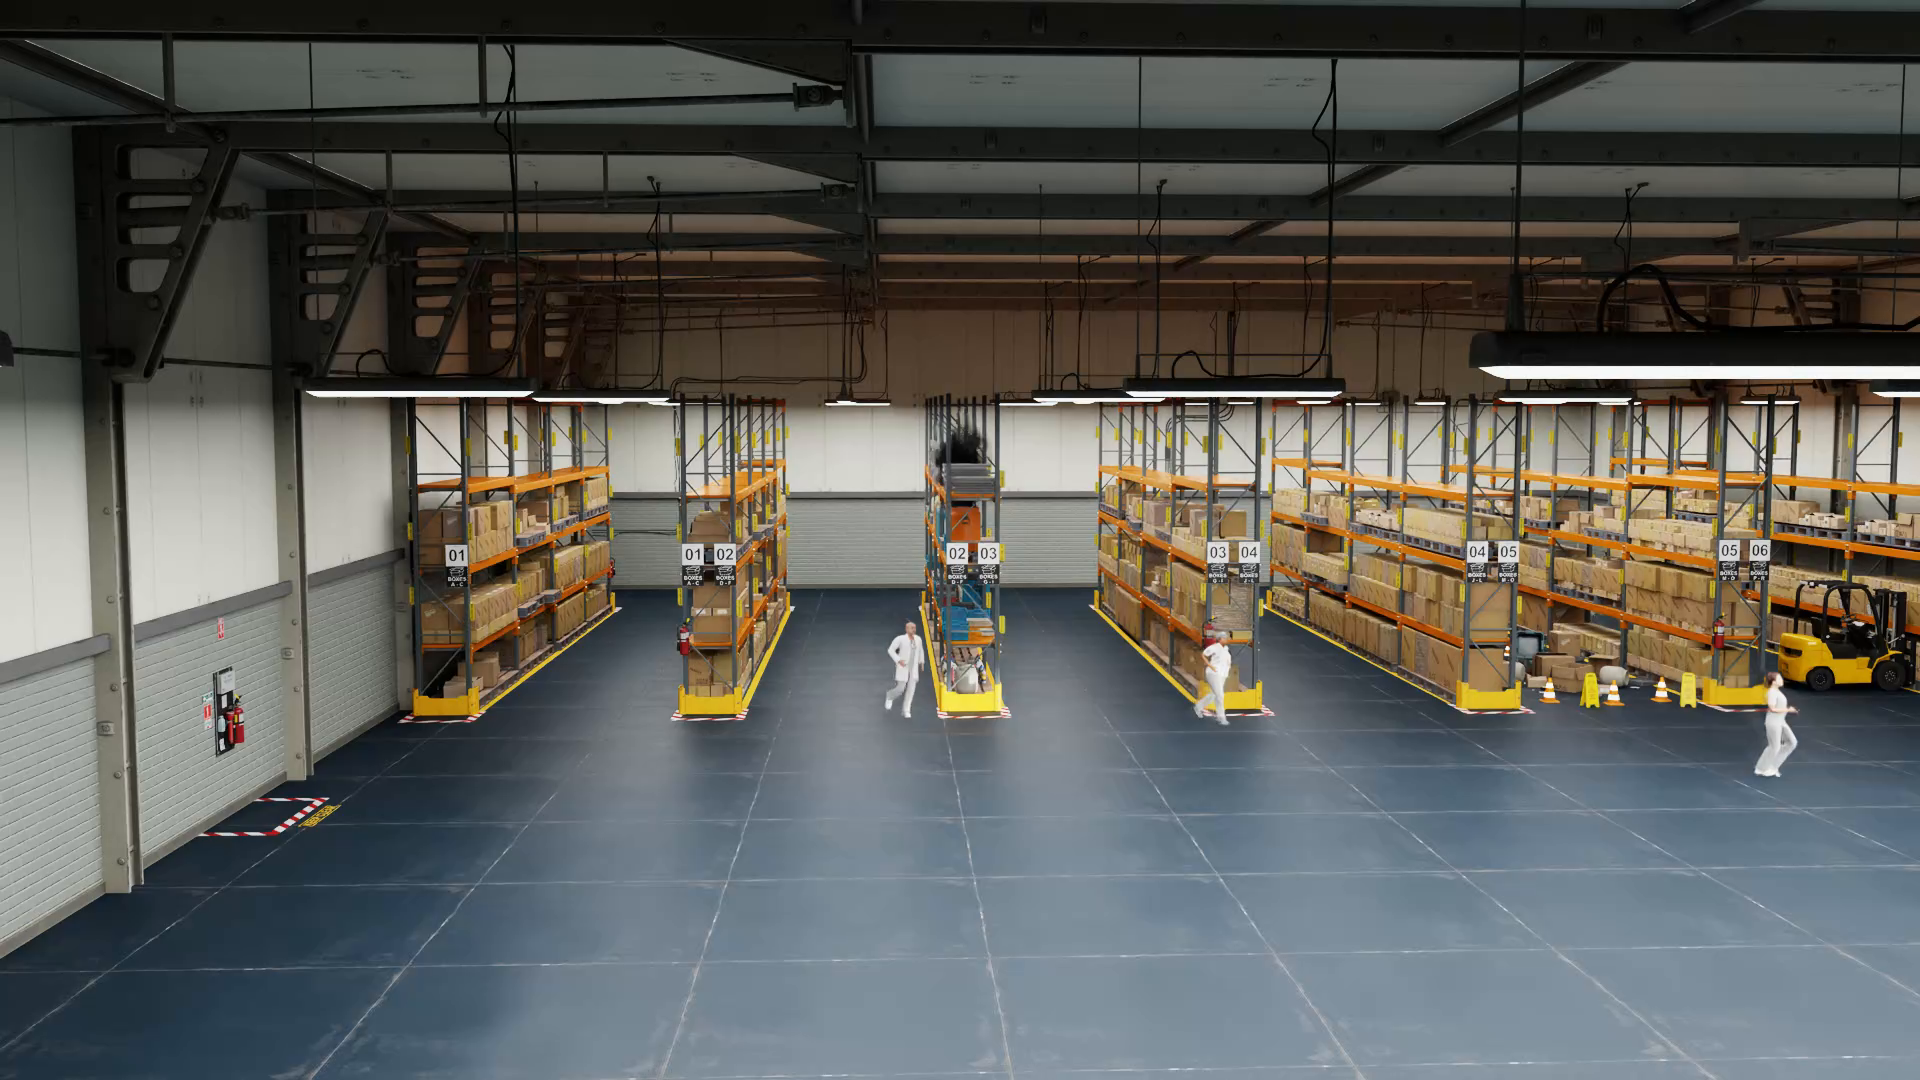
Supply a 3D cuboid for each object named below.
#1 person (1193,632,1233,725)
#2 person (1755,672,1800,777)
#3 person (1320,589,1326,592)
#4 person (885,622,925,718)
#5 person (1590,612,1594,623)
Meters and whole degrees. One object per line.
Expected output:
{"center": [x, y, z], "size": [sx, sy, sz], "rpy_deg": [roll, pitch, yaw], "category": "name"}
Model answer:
{"center": [4.724, 2.511, 30.493], "size": [0.838, 1.680, 0.624], "rpy_deg": [4, 6, 42], "category": "person"}
{"center": [12.668, 2.861, 25.735], "size": [0.621, 1.660, 0.547], "rpy_deg": [4, 6, 39], "category": "person"}
{"center": [10.687, 1.136, 48.443], "size": [0.598, 1.558, 0.509], "rpy_deg": [-3, 5, -33], "category": "person"}
{"center": [-0.961, 2.405, 31.072], "size": [0.773, 1.722, 0.916], "rpy_deg": [-3, 5, -29], "category": "person"}
{"center": [16.517, 1.403, 43.703], "size": [0.669, 1.733, 0.731], "rpy_deg": [-1, 5, -12], "category": "person"}
